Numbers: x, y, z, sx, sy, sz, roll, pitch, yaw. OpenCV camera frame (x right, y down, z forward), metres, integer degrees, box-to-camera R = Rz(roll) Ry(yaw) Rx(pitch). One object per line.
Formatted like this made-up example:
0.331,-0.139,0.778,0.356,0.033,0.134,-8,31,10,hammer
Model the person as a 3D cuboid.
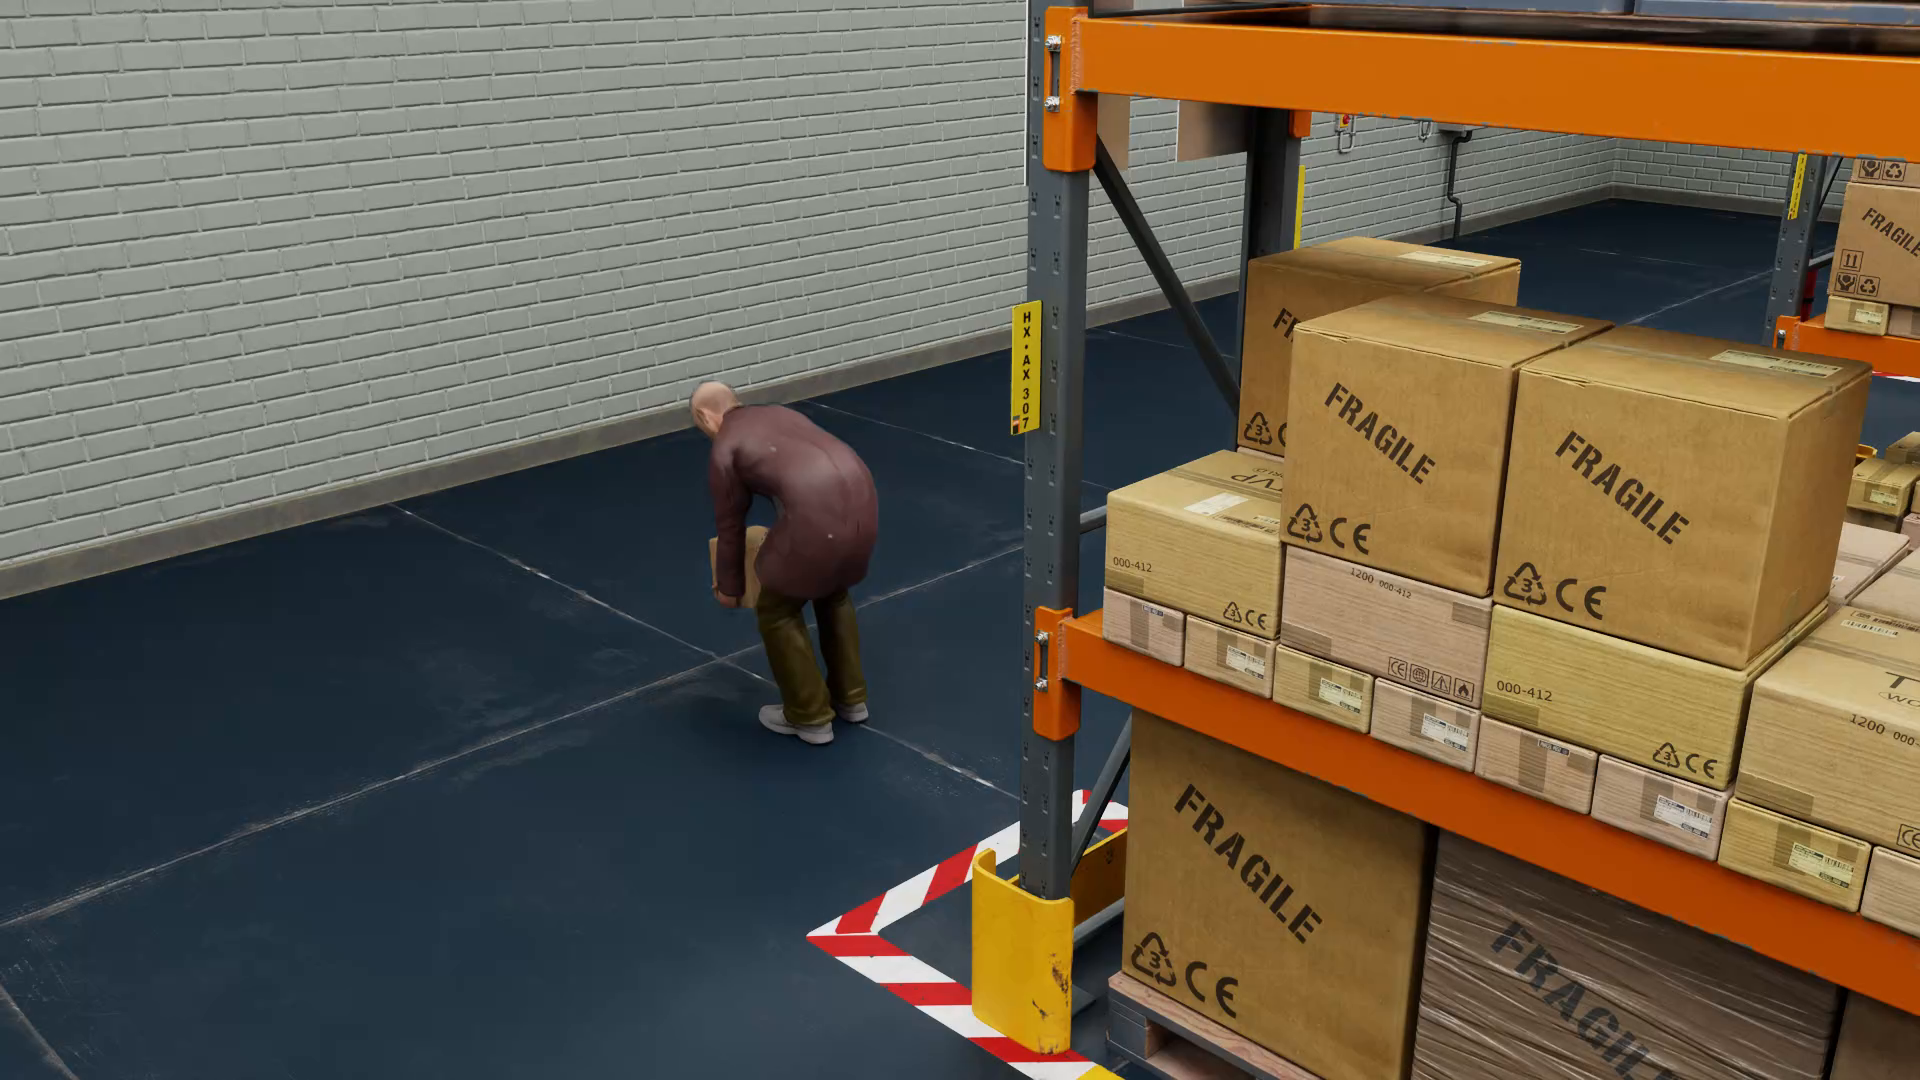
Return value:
-0.711,0.068,6.591,0.914,1.307,0.553,18,27,39,person
